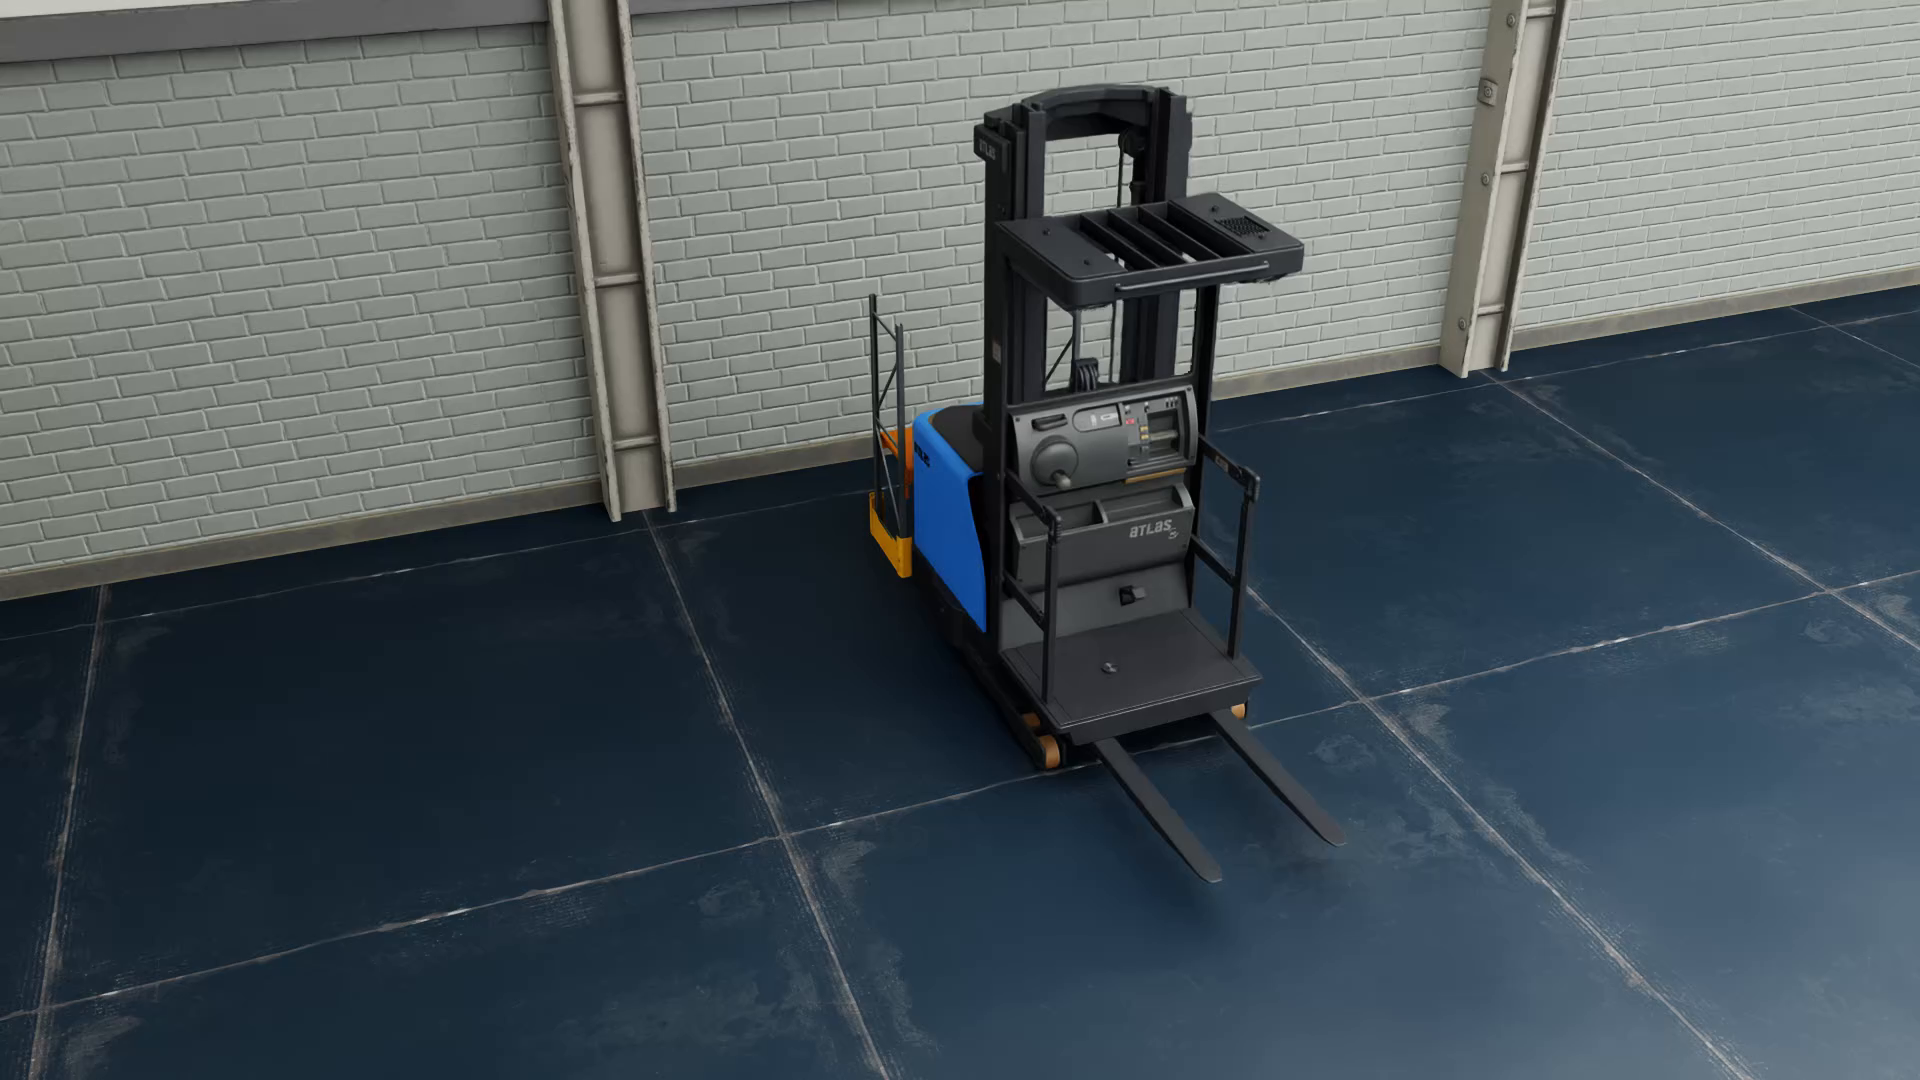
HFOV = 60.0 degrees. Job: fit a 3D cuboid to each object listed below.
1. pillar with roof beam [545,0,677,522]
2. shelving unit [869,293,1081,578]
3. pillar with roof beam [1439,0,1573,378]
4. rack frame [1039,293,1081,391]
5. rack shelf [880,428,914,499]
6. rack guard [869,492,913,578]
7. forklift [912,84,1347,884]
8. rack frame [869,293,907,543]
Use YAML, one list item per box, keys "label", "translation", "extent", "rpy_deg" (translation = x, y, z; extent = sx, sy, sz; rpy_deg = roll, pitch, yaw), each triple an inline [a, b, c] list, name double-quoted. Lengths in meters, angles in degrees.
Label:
- label: "pillar with roof beam"
  translation: [-0.448, -2.127, 4.392]
  extent: [0.400, 9.000, 9.100]
  rpy_deg: [-10, 31, -18]
- label: "shelving unit"
  translation: [0.071, -0.665, 9.402]
  extent: [1.083, 1.500, 0.587]
  rpy_deg: [-10, 31, -18]
- label: "pillar with roof beam"
  translation: [5.176, -3.162, 6.210]
  extent: [0.400, 9.000, 9.100]
  rpy_deg: [-10, 31, -18]
- label: "rack frame"
  translation: [0.556, -0.754, 9.559]
  extent: [0.032, 1.500, 0.500]
  rpy_deg: [-10, 31, -18]
- label: "rack shelf"
  translation: [0.080, -0.510, 9.494]
  extent: [1.000, 0.185, 0.538]
  rpy_deg: [-10, 31, -18]
- label: "rack guard"
  translation: [-0.395, -0.036, 9.560]
  extent: [0.087, 0.250, 0.587]
  rpy_deg: [-10, 31, -18]
- label: "forklift"
  translation: [0.762, -0.427, 7.539]
  extent: [1.130, 2.935, 3.031]
  rpy_deg: [-11, 32, -19]
- label: "rack frame"
  translation: [-0.396, -0.579, 9.251]
  extent: [0.032, 1.500, 0.500]
  rpy_deg: [-10, 31, -18]
